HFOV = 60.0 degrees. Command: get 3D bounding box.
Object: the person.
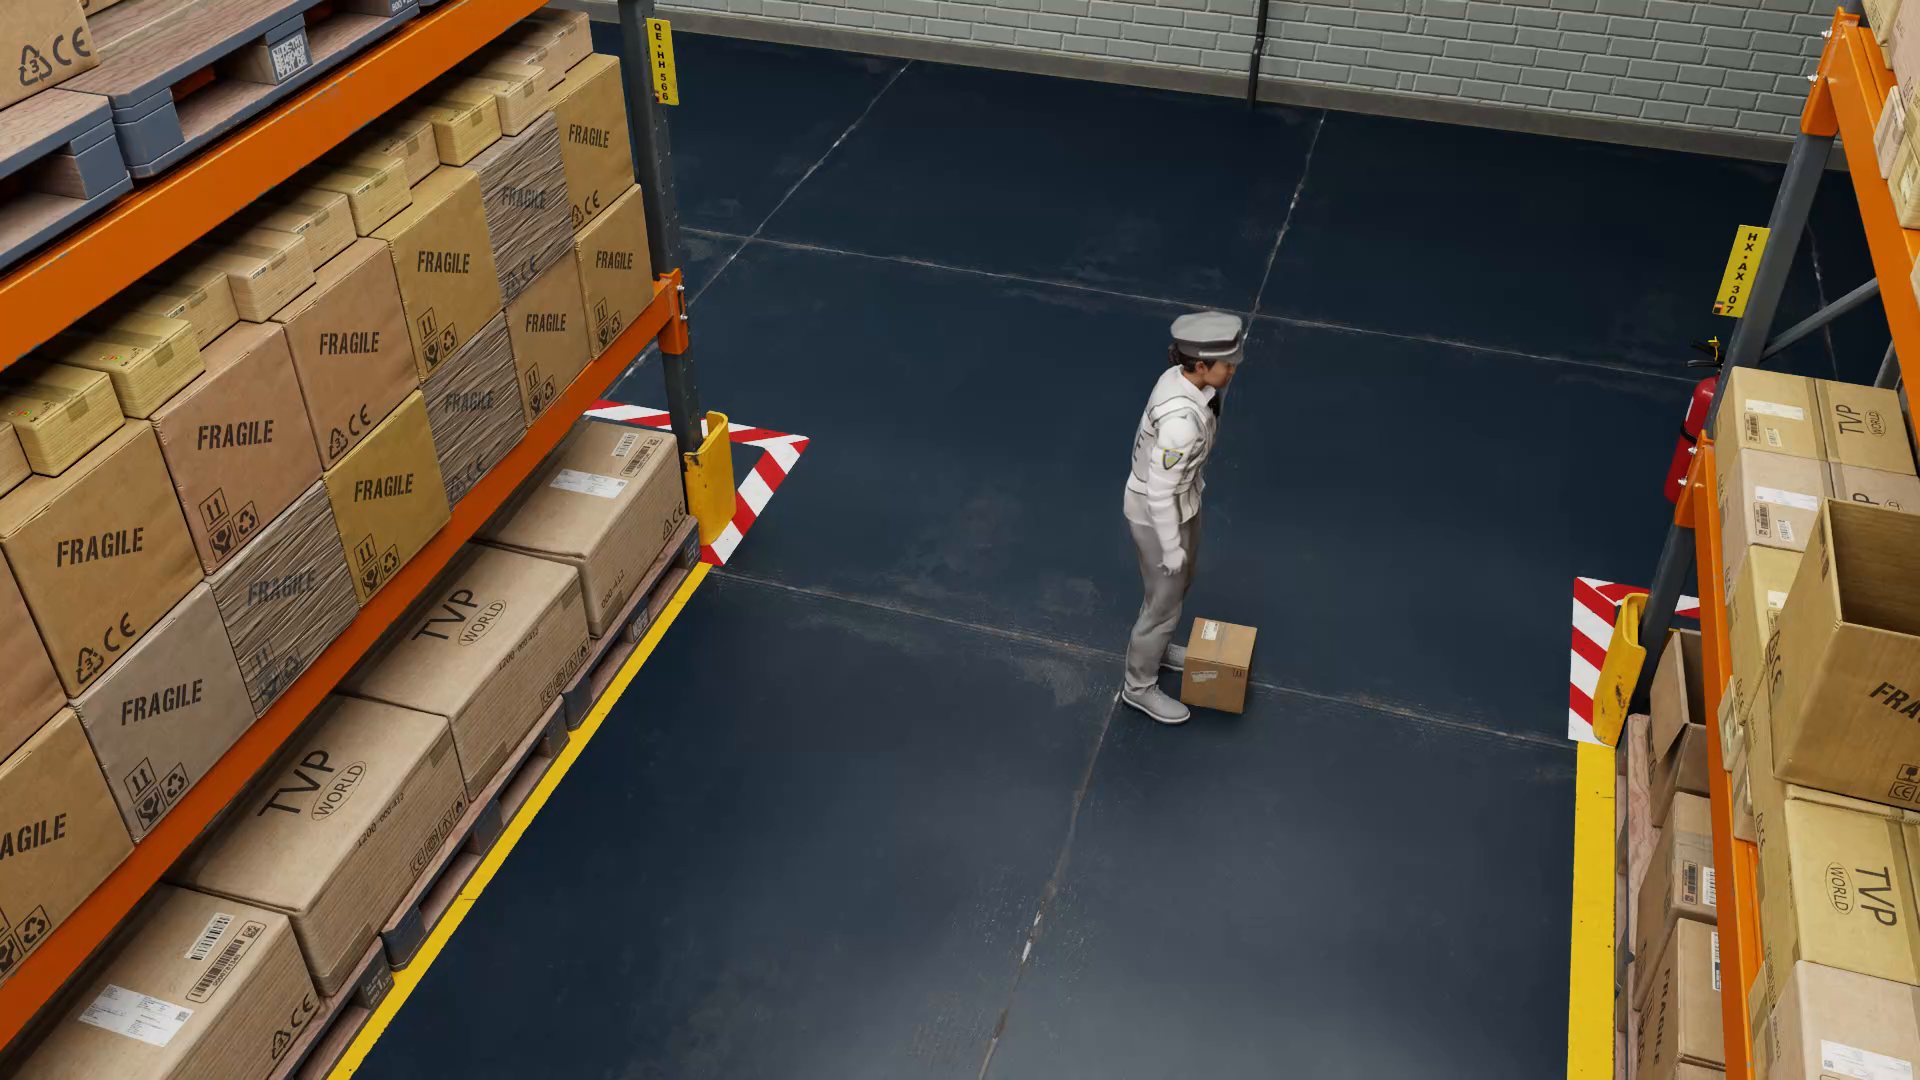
[{"bbox_3d":[0.809,-0.101,6.280,0.377,1.663,0.539,10,38,13],"label":"person"}]
